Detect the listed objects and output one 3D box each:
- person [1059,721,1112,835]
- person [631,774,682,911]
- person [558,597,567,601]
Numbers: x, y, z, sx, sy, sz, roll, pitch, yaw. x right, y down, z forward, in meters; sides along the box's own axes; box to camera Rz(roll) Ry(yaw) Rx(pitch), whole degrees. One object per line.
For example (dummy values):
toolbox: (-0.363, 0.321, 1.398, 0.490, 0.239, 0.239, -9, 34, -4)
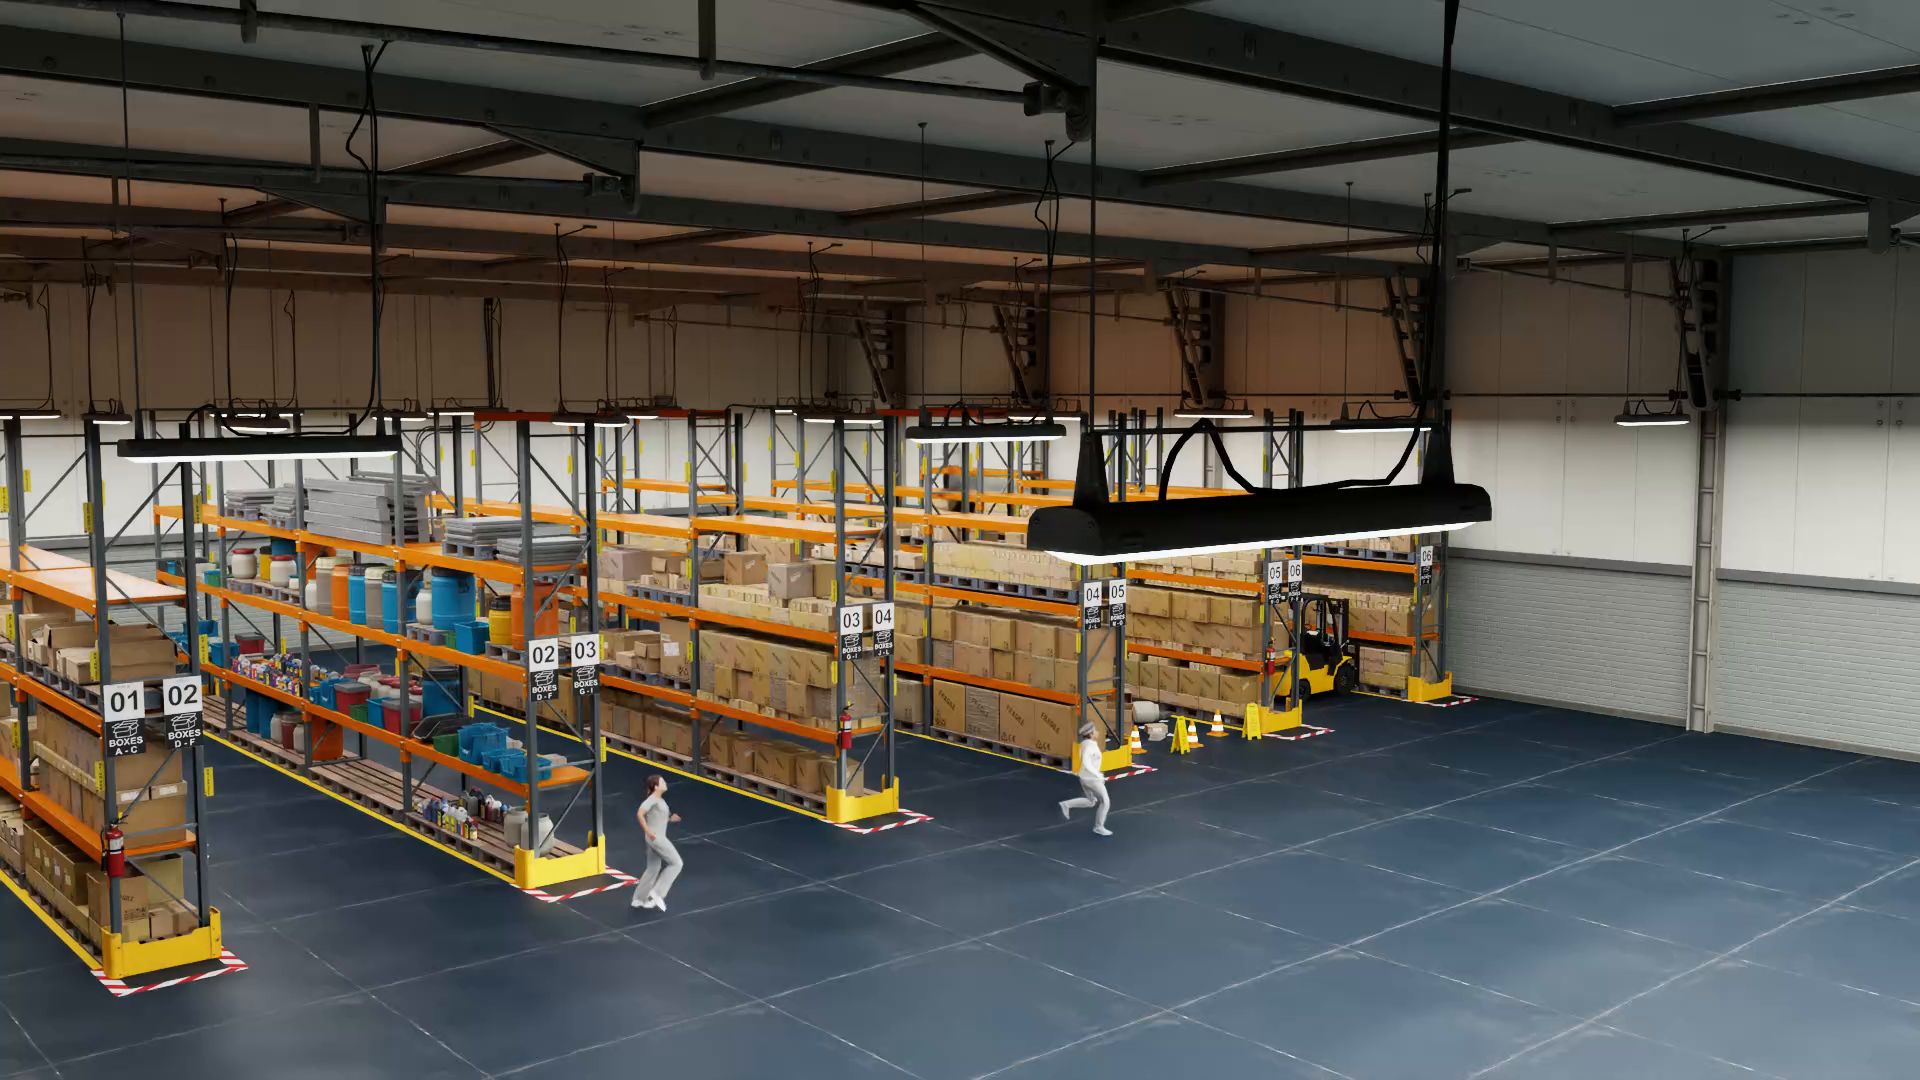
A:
person: (1.822, 3.431, 23.877, 0.759, 1.673, 0.624, -1, 5, -10)
person: (-3.755, 3.706, 20.517, 0.625, 1.647, 0.561, -1, 5, -13)
person: (-9.387, 2.135, 38.849, 0.679, 1.635, 0.697, 0, 5, -5)
